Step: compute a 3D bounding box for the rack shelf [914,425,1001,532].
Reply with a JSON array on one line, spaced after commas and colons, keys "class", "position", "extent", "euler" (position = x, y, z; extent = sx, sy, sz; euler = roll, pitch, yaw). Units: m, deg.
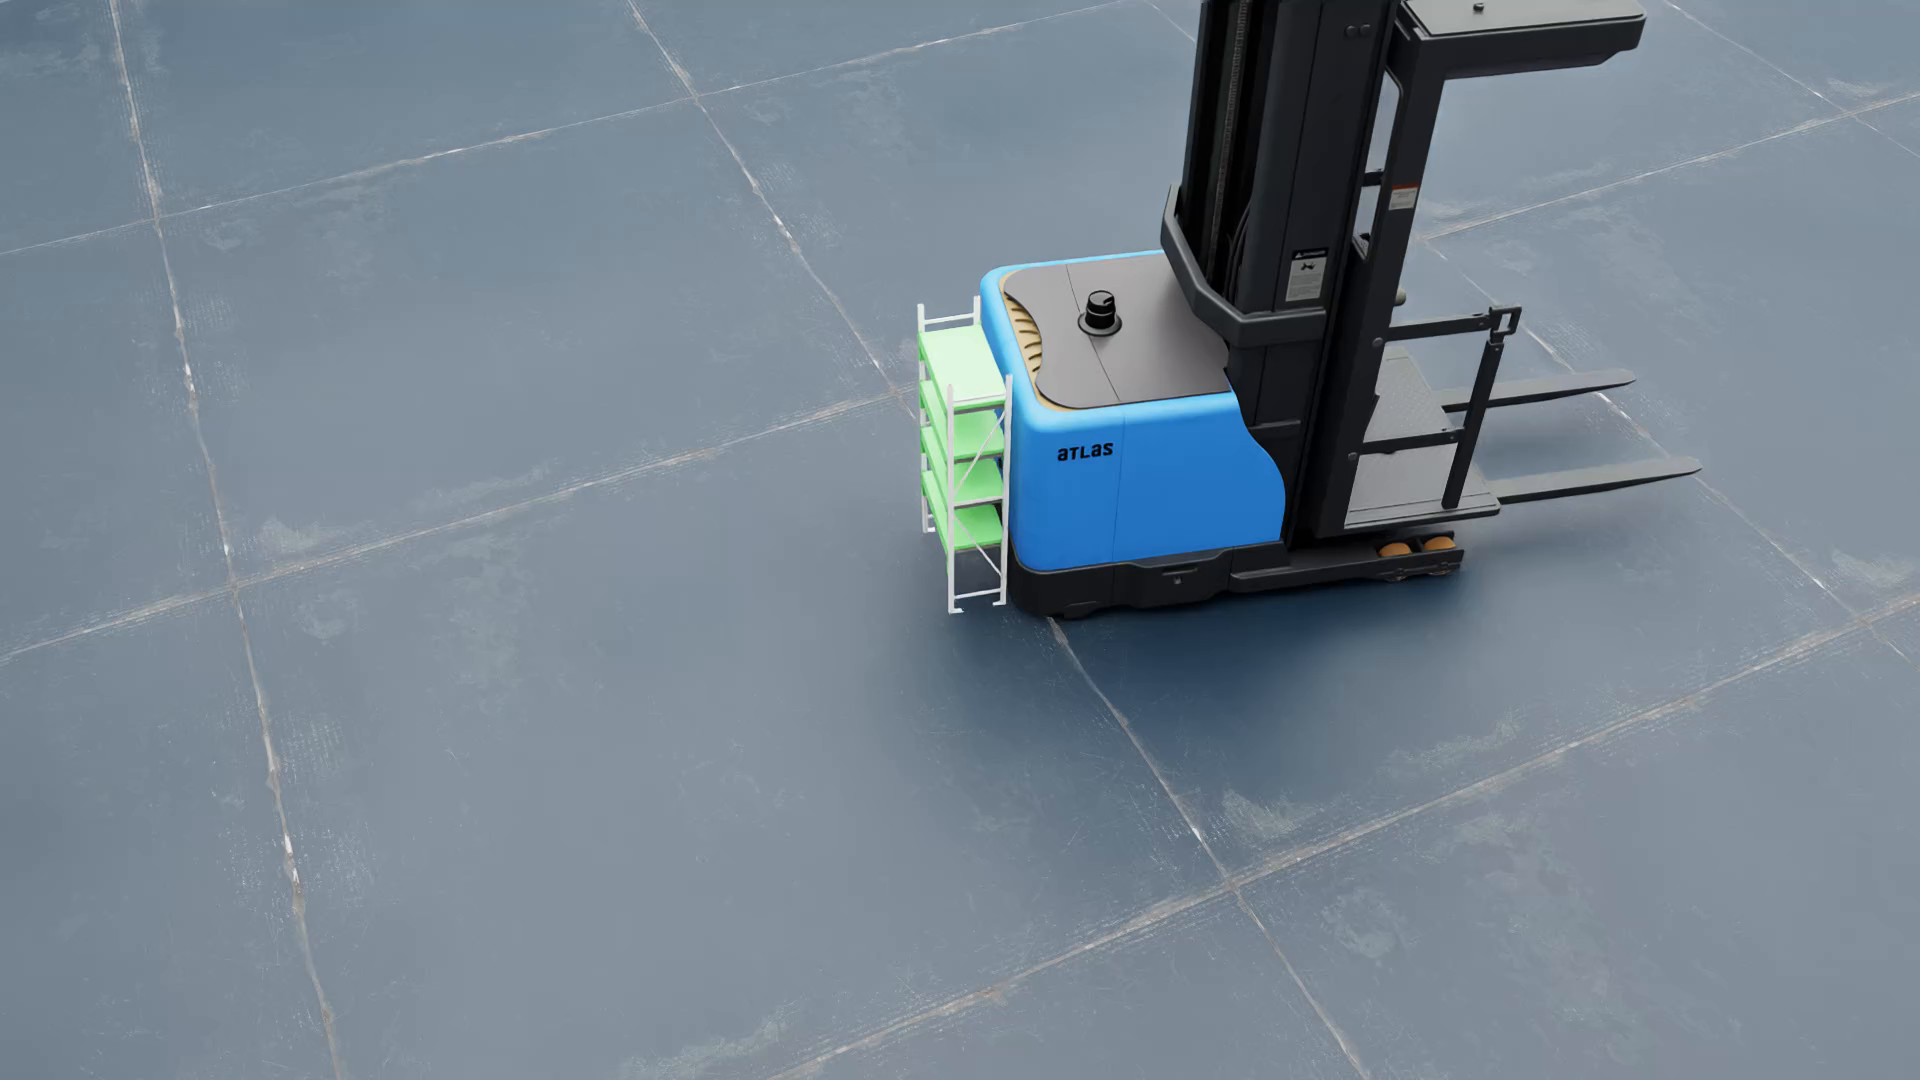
[{"class": "rack shelf", "position": [-0.015, -0.263, 6.622], "extent": [0.258, 0.148, 0.480], "euler": [-8, 45, -8]}]

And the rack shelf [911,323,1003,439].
[{"class": "rack shelf", "position": [-0.015, -0.605, 6.285], "extent": [0.258, 0.148, 0.480], "euler": [-8, 45, -8]}]

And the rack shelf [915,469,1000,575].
[{"class": "rack shelf", "position": [-0.015, -0.092, 6.791], "extent": [0.258, 0.148, 0.480], "euler": [-8, 45, -8]}]

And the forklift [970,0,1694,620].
[{"class": "forklift", "position": [1.593, -1.225, 6.274], "extent": [3.031, 2.935, 1.130], "euler": [-7, 45, -7]}]

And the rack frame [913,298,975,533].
[{"class": "rack frame", "position": [-0.061, -0.477, 6.748], "extent": [0.240, 1.200, 0.015], "euler": [-8, 45, -8]}]

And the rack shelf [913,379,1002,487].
[{"class": "rack shelf", "position": [-0.015, -0.434, 6.454], "extent": [0.258, 0.148, 0.480], "euler": [-8, 45, -8]}]

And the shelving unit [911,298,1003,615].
[{"class": "shelving unit", "position": [-0.015, -0.308, 6.577], "extent": [0.258, 1.200, 0.503], "euler": [-8, 45, -8]}]

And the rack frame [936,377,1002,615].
[{"class": "rack frame", "position": [0.032, -0.140, 6.407], "extent": [0.240, 1.200, 0.015], "euler": [-8, 45, -8]}]
